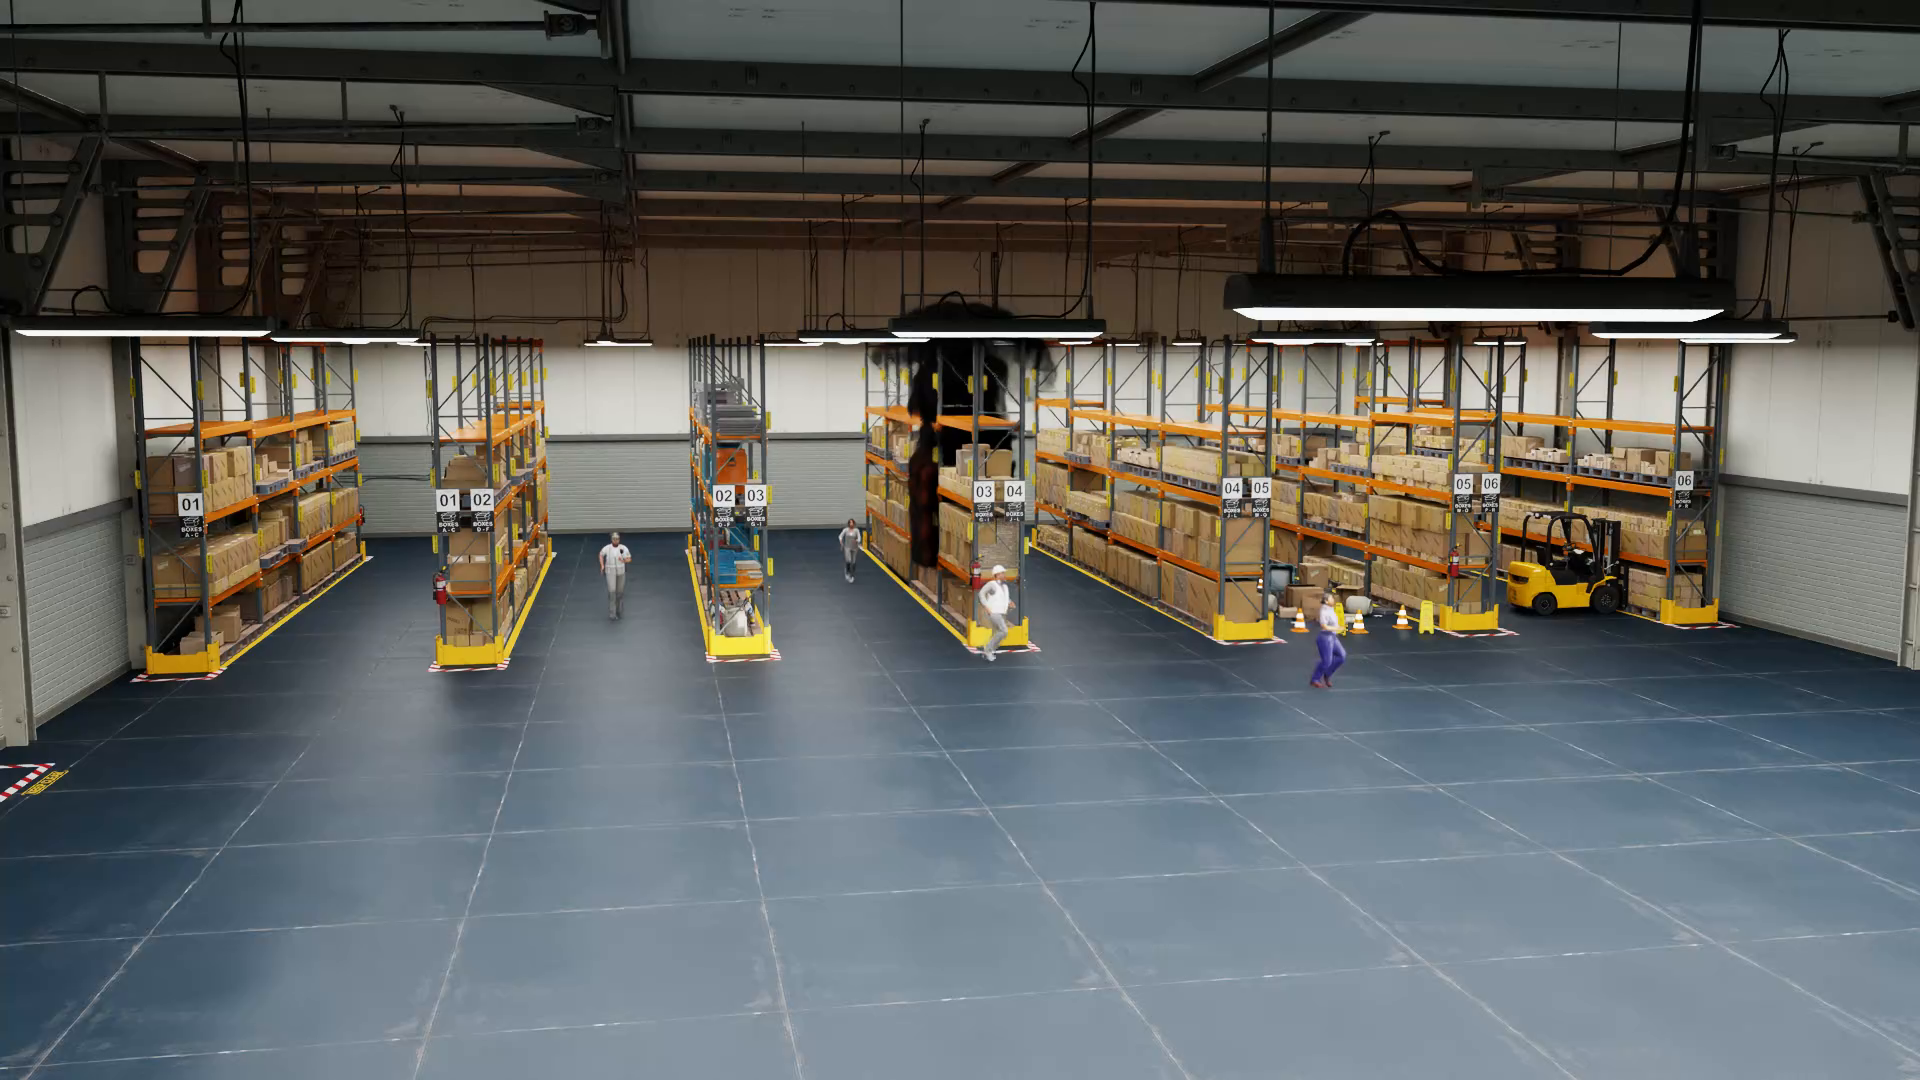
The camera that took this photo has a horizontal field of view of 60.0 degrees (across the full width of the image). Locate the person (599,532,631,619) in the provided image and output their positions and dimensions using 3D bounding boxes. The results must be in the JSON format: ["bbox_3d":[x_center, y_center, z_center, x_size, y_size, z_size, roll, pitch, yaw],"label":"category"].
[{"bbox_3d":[-7.411,0.738,35.808,0.643,1.833,0.848,-2,7,-20],"label":"person"}]

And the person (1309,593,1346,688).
[{"bbox_3d":[6.211,1.702,28.063,0.604,1.641,0.667,3,7,22],"label":"person"}]

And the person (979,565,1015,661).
[{"bbox_3d":[0.721,1.341,30.712,0.622,1.739,0.662,4,7,29],"label":"person"}]

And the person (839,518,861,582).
[{"bbox_3d":[-2.679,0.251,40.820,0.513,1.568,0.639,-1,7,-11],"label":"person"}]
